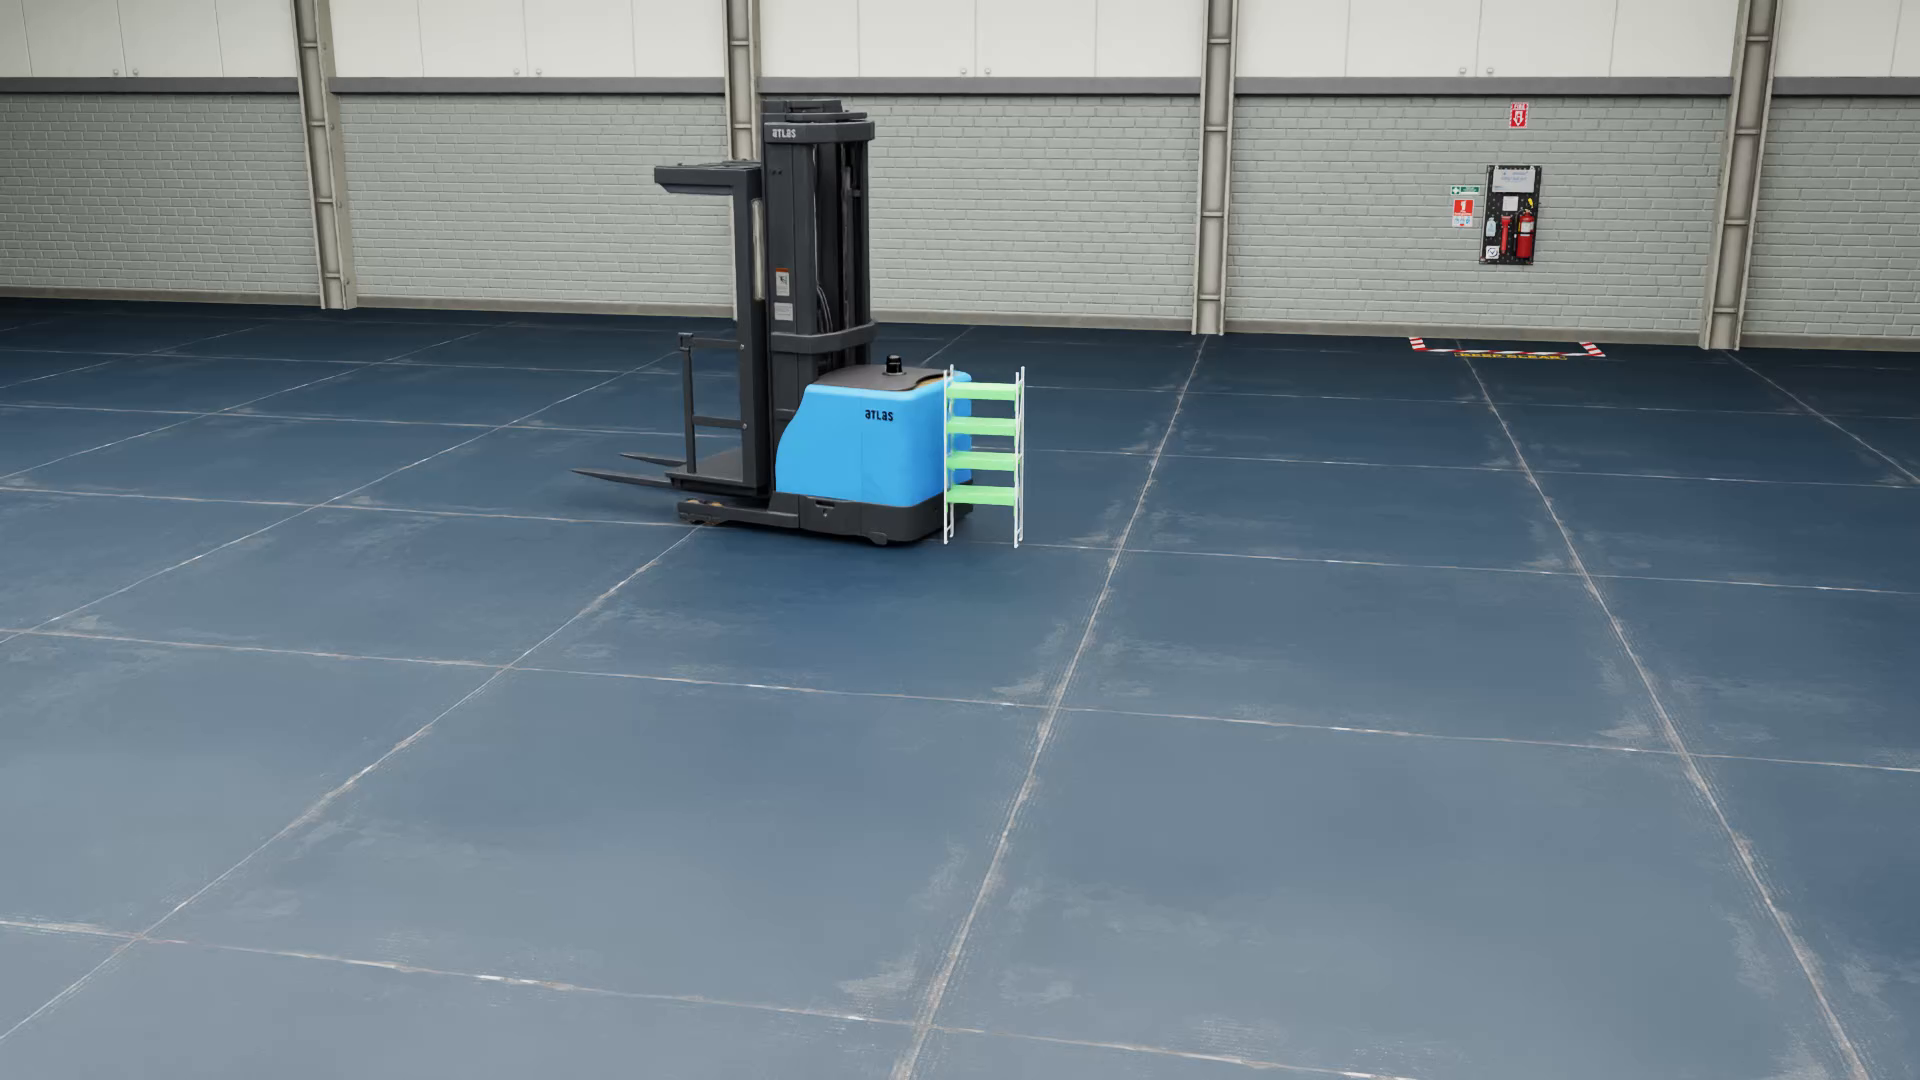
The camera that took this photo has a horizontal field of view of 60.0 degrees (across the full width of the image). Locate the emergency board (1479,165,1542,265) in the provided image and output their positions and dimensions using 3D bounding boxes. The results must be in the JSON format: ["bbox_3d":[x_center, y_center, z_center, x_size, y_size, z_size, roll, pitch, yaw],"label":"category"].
[{"bbox_3d":[6.581,-3.867,19.834,0.643,1.169,0.194,3,16,11],"label":"emergency board"}]

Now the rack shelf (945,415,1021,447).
[{"bbox_3d":[0.162,-0.739,11.253,0.480,0.148,0.258,3,16,11],"label":"rack shelf"}]

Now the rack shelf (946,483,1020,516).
[{"bbox_3d":[0.162,-0.277,11.381,0.480,0.148,0.258,3,16,11],"label":"rack shelf"}]

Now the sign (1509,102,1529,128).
[{"bbox_3d":[6.593,-5.011,19.620,0.199,0.298,0.001,3,16,11],"label":"sign"}]

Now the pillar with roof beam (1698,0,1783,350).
[{"bbox_3d":[8.138,-5.491,14.457,0.400,9.000,9.100,3,16,11],"label":"pillar with roof beam"}]

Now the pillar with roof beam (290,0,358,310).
[{"bbox_3d":[-9.501,-6.448,17.914,0.400,9.000,9.100,3,16,11],"label":"pillar with roof beam"}]

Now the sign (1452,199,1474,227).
[{"bbox_3d":[6.060,-3.941,20.033,0.234,0.329,0.001,3,16,11],"label":"sign"}]

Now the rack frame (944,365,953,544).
[{"bbox_3d":[-0.077,-0.582,11.347,0.015,1.200,0.240,3,16,11],"label":"rack frame"}]

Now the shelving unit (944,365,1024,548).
[{"bbox_3d":[0.162,-0.569,11.300,0.503,1.200,0.258,3,16,11],"label":"shelving unit"}]

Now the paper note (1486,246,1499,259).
[{"bbox_3d":[6.422,-3.470,20.051,0.142,0.148,0.016,3,16,11],"label":"paper note"}]

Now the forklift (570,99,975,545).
[{"bbox_3d":[-1.448,-1.627,11.876,3.031,2.935,1.130,8,17,25],"label":"forklift"}]

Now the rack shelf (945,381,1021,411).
[{"bbox_3d":[0.162,-0.970,11.189,0.480,0.148,0.258,3,16,11],"label":"rack shelf"}]

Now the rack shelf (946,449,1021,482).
[{"bbox_3d":[0.162,-0.508,11.317,0.480,0.148,0.258,3,16,11],"label":"rack shelf"}]

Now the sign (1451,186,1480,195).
[{"bbox_3d":[6.063,-4.194,19.953,0.331,0.109,0.001,3,16,11],"label":"sign"}]

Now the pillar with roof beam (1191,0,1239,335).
[{"bbox_3d":[2.258,-5.810,15.609,0.400,9.000,9.100,3,16,11],"label":"pillar with roof beam"}]

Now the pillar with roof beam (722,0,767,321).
[{"bbox_3d":[-3.622,-6.129,16.761,0.400,9.000,9.100,3,16,11],"label":"pillar with roof beam"}]

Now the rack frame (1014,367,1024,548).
[{"bbox_3d":[0.401,-0.556,11.253,0.015,1.200,0.240,3,16,11],"label":"rack frame"}]
